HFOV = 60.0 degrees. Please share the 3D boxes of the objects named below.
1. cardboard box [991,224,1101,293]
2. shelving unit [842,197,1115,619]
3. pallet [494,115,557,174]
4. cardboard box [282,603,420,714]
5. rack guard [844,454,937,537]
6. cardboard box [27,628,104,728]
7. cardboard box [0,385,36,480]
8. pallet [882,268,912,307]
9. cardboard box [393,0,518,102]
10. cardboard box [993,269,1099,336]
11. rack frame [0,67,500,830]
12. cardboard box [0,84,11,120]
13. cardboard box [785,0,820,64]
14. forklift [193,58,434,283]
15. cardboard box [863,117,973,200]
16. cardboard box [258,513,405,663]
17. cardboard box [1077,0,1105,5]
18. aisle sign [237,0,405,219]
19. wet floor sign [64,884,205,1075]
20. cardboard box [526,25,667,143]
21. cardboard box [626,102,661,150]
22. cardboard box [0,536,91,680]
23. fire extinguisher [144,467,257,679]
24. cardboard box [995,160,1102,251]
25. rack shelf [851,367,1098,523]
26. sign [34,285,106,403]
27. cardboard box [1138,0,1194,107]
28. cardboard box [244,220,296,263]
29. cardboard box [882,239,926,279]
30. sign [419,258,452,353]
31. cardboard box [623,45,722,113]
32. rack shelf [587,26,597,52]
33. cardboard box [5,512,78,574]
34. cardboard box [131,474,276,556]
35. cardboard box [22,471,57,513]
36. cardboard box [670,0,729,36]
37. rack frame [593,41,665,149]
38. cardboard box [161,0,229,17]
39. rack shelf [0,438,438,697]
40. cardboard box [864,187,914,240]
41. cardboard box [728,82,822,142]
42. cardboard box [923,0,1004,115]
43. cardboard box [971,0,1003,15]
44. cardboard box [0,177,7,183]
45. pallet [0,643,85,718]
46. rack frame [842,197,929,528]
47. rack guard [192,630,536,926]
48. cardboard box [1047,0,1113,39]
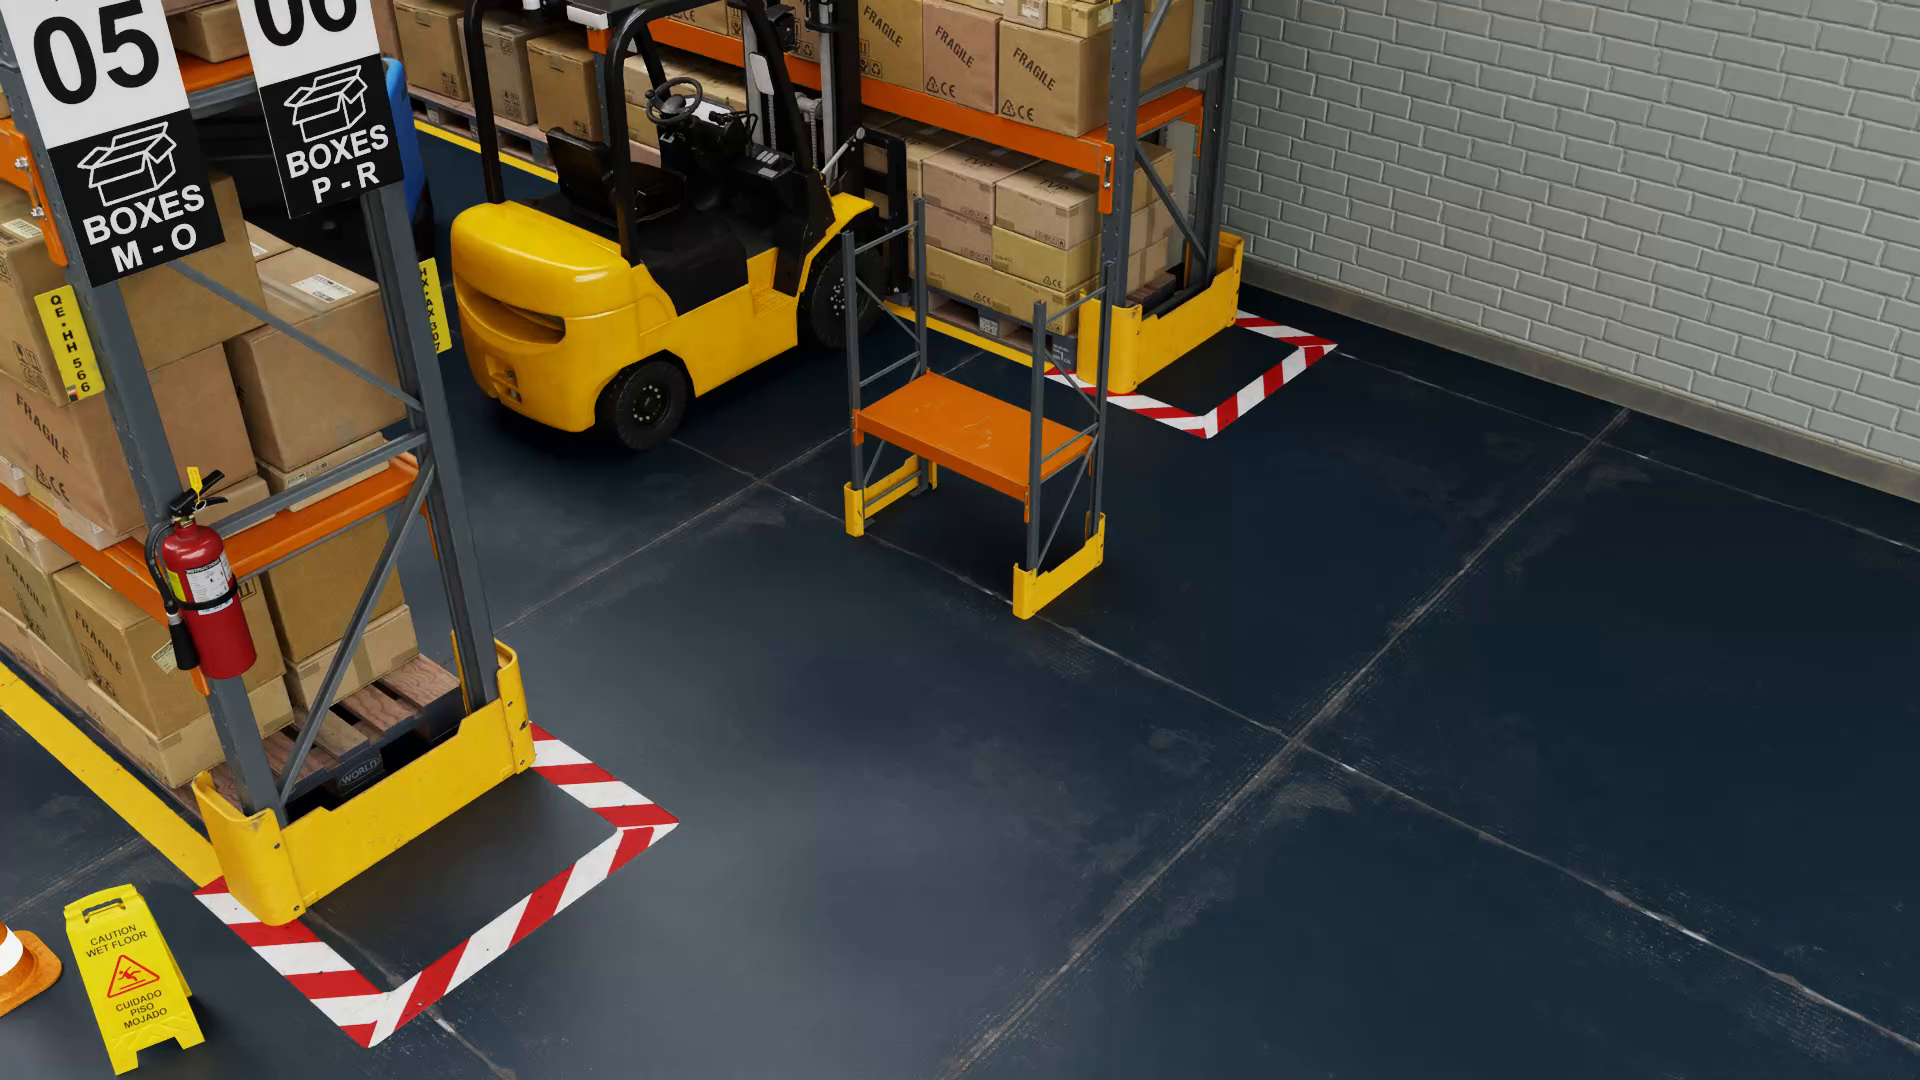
[{"bbox_3d":[0.519,-1.612,9.064,0.500,0.250,0.500,25,41,31],"label":"cardboard box"},{"bbox_3d":[0.059,-0.591,7.285,1.083,1.500,0.587,25,42,32],"label":"shelving unit"},{"bbox_3d":[-2.572,-2.876,11.751,1.213,0.211,1.003,25,42,32],"label":"pallet"},{"bbox_3d":[-2.523,0.383,6.601,0.500,0.250,0.500,25,42,31],"label":"cardboard box"},{"bbox_3d":[-0.324,-0.256,7.902,0.087,0.250,0.587,25,42,32],"label":"rack guard"},{"bbox_3d":[-3.267,0.428,6.535,0.500,0.250,0.500,25,42,32],"label":"cardboard box"},{"bbox_3d":[-3.055,-0.589,5.607,0.500,0.500,0.500,25,42,32],"label":"cardboard box"},{"bbox_3d":[-0.455,-1.878,10.297,1.213,0.211,1.003,25,42,32],"label":"pallet"},{"bbox_3d":[-3.560,-3.709,12.228,0.625,0.625,0.875,23,41,30],"label":"cardboard box"},{"bbox_3d":[0.530,-1.399,9.195,0.500,0.250,0.500,26,42,32],"label":"cardboard box"},{"bbox_3d":[-2.080,-0.165,5.341,0.127,3.000,1.000,25,42,32],"label":"rack frame"},{"bbox_3d":[-2.533,-1.306,4.574,0.250,0.149,0.380,25,42,32],"label":"cardboard box"},{"bbox_3d":[-0.634,-2.986,9.360,0.500,0.500,0.500,26,42,32],"label":"cardboard box"},{"bbox_3d":[-3.692,-2.414,8.676,1.130,2.935,3.031,-5,35,-7],"label":"forklift"},{"bbox_3d":[-0.251,-2.170,9.435,0.500,0.250,0.500,26,42,32],"label":"cardboard box"},{"bbox_3d":[-2.542,0.065,6.401,0.500,0.500,0.500,24,41,30],"label":"cardboard box"},{"bbox_3d":[0.683,-2.795,8.247,0.250,0.149,0.380,25,42,32],"label":"cardboard box"},{"bbox_3d":[-1.834,-1.349,4.769,0.004,0.787,0.394,25,42,32],"label":"aisle sign"},{"bbox_3d":[-2.619,1.340,5.229,0.267,0.644,0.232,-18,38,-25],"label":"wet floor sign"},{"bbox_3d":[-2.389,-3.153,11.419,0.625,0.625,0.875,27,43,34],"label":"cardboard box"},{"bbox_3d":[-1.807,-2.711,10.665,0.500,0.250,0.500,25,42,32],"label":"cardboard box"},{"bbox_3d":[-3.266,0.122,6.319,0.500,0.500,0.500,27,43,33],"label":"cardboard box"},{"bbox_3d":[-2.287,0.109,5.011,0.183,0.674,0.296,25,42,32],"label":"fire extinguisher"},{"bbox_3d":[0.539,-1.809,8.909,0.500,0.250,0.500,27,43,33],"label":"cardboard box"},{"bbox_3d":[0.066,-0.439,7.382,1.000,0.185,0.538,25,42,32],"label":"rack shelf"},{"bbox_3d":[-2.451,-0.539,4.583,0.005,0.325,0.100,25,42,32],"label":"sign"},{"bbox_3d":[0.890,-2.668,8.897,0.500,0.500,0.500,27,43,33],"label":"cardboard box"},{"bbox_3d":[-2.667,-0.808,5.925,0.500,0.500,0.500,27,43,33],"label":"cardboard box"},{"bbox_3d":[-0.225,-1.768,9.733,0.500,0.250,0.500,26,42,32],"label":"cardboard box"},{"bbox_3d":[-1.733,-0.758,5.440,0.005,0.325,0.100,25,42,32],"label":"sign"},{"bbox_3d":[-1.810,-2.915,10.520,0.500,0.250,0.500,25,41,31],"label":"cardboard box"},{"bbox_3d":[-3.518,-4.203,11.856,4.000,0.370,1.077,25,42,32],"label":"rack shelf"},{"bbox_3d":[-3.188,-0.062,6.013,0.250,0.149,0.380,27,43,33],"label":"cardboard box"},{"bbox_3d":[-2.504,-0.104,5.474,0.250,0.149,0.380,27,43,33],"label":"cardboard box"},{"bbox_3d":[-2.953,-0.250,5.686,0.250,0.149,0.380,24,41,31],"label":"cardboard box"},{"bbox_3d":[-1.396,-3.361,9.905,0.500,0.500,0.500,26,42,33],"label":"cardboard box"},{"bbox_3d":[-1.981,-3.775,10.597,0.127,3.000,1.000,25,42,32],"label":"rack frame"},{"bbox_3d":[-2.296,-1.761,4.884,0.500,0.250,0.500,24,41,31],"label":"cardboard box"},{"bbox_3d":[-3.617,-0.593,6.600,4.000,0.370,1.077,25,42,32],"label":"rack shelf"},{"bbox_3d":[-0.270,-1.976,9.595,0.500,0.250,0.500,24,41,31],"label":"cardboard box"},{"bbox_3d":[-1.034,-2.550,9.989,0.500,0.250,0.500,27,43,33],"label":"cardboard box"},{"bbox_3d":[0.154,-2.623,8.832,0.500,0.500,0.500,27,43,33],"label":"cardboard box"},{"bbox_3d":[0.271,-2.839,8.573,0.250,0.149,0.380,26,42,33],"label":"cardboard box"},{"bbox_3d":[-2.997,-1.018,5.348,0.500,0.500,0.700,26,42,32],"label":"cardboard box"},{"bbox_3d":[-3.674,0.205,7.265,1.213,0.211,1.003,25,42,32],"label":"pallet"},{"bbox_3d":[-0.325,-0.771,7.549,0.032,1.500,0.500,25,42,32],"label":"rack frame"},{"bbox_3d":[-2.139,0.838,6.089,0.348,0.500,1.175,25,42,32],"label":"rack guard"},{"bbox_3d":[0.647,-2.638,8.281,0.250,0.149,0.380,26,42,32],"label":"cardboard box"}]
